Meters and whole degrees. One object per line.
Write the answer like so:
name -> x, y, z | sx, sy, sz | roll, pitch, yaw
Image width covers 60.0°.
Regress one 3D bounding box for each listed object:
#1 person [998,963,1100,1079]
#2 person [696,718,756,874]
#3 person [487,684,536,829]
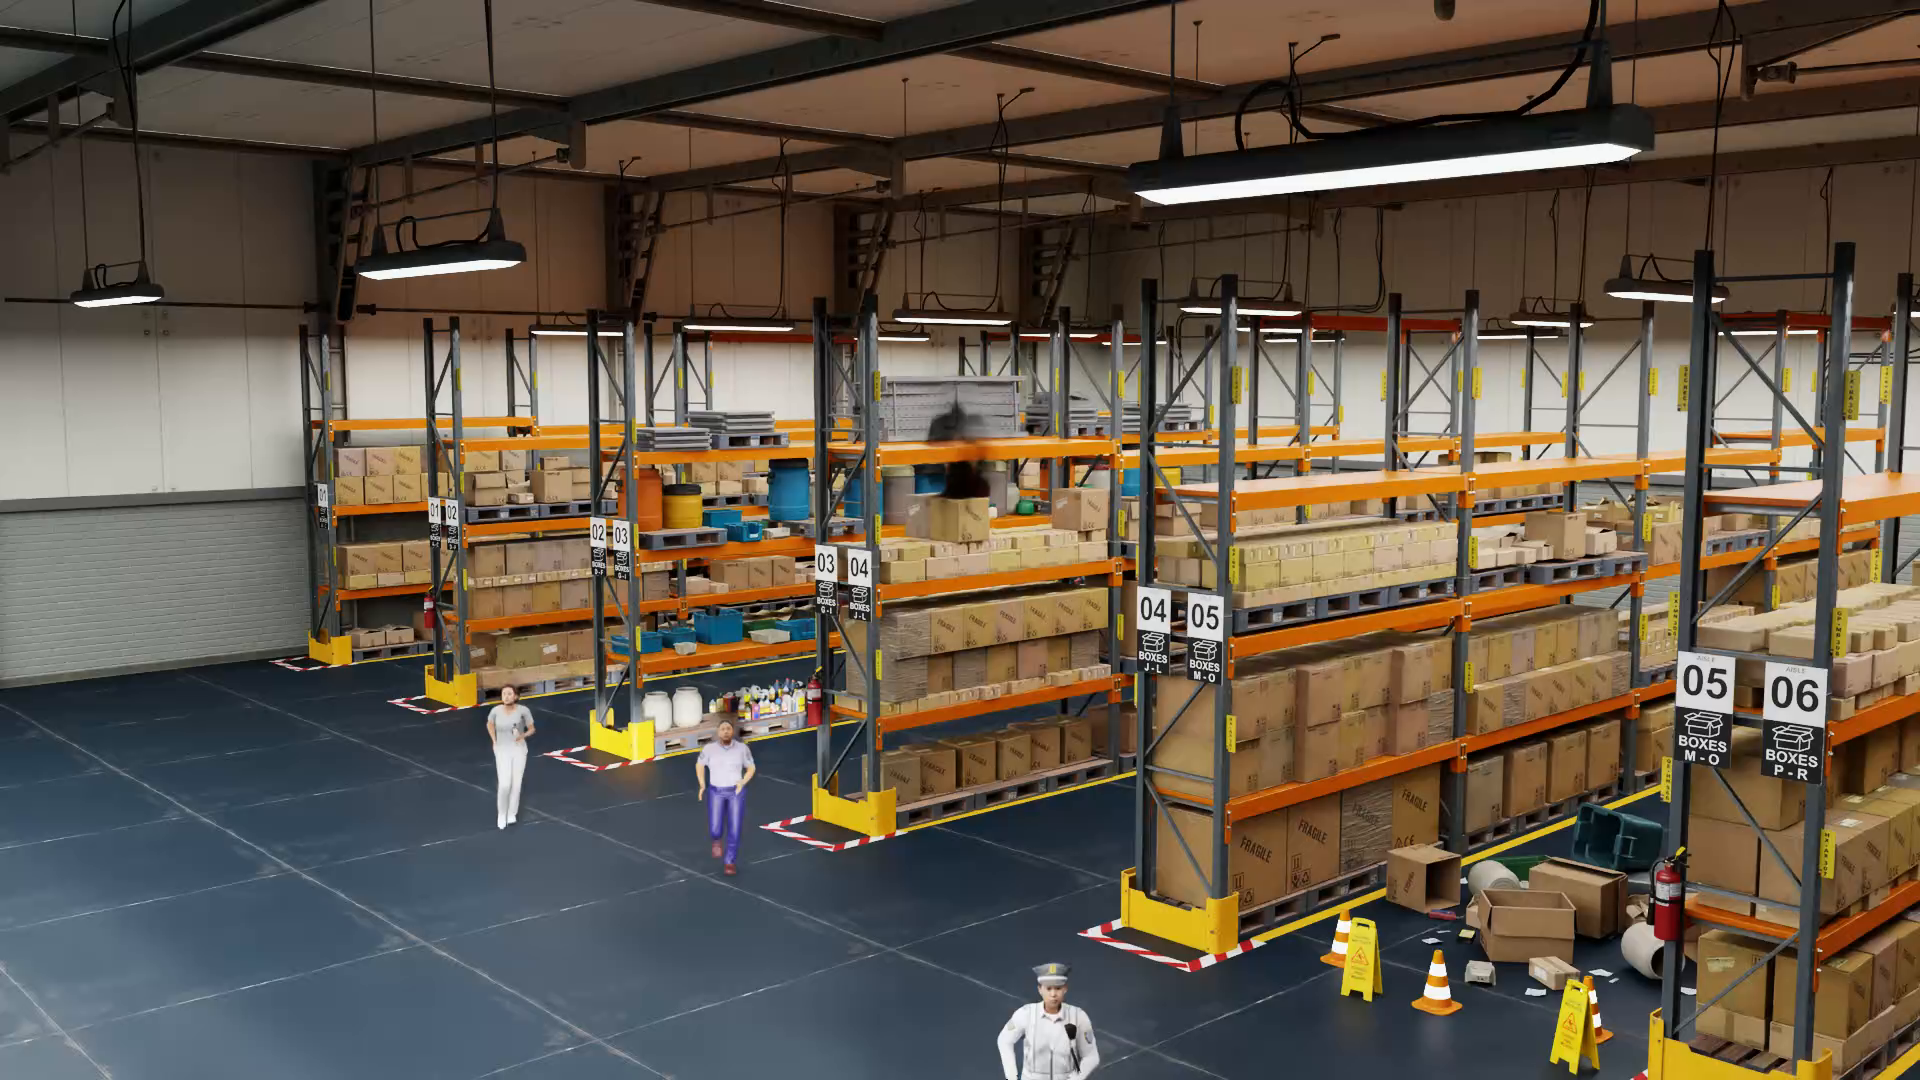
person -> 0.540, 3.342, 9.949 | 0.605, 1.659, 0.535 | 0, 6, -2
person -> -2.417, 2.643, 17.196 | 0.618, 1.602, 0.553 | -1, 6, -8
person -> -5.077, 2.446, 18.826 | 0.541, 1.665, 0.657 | -1, 6, -13
